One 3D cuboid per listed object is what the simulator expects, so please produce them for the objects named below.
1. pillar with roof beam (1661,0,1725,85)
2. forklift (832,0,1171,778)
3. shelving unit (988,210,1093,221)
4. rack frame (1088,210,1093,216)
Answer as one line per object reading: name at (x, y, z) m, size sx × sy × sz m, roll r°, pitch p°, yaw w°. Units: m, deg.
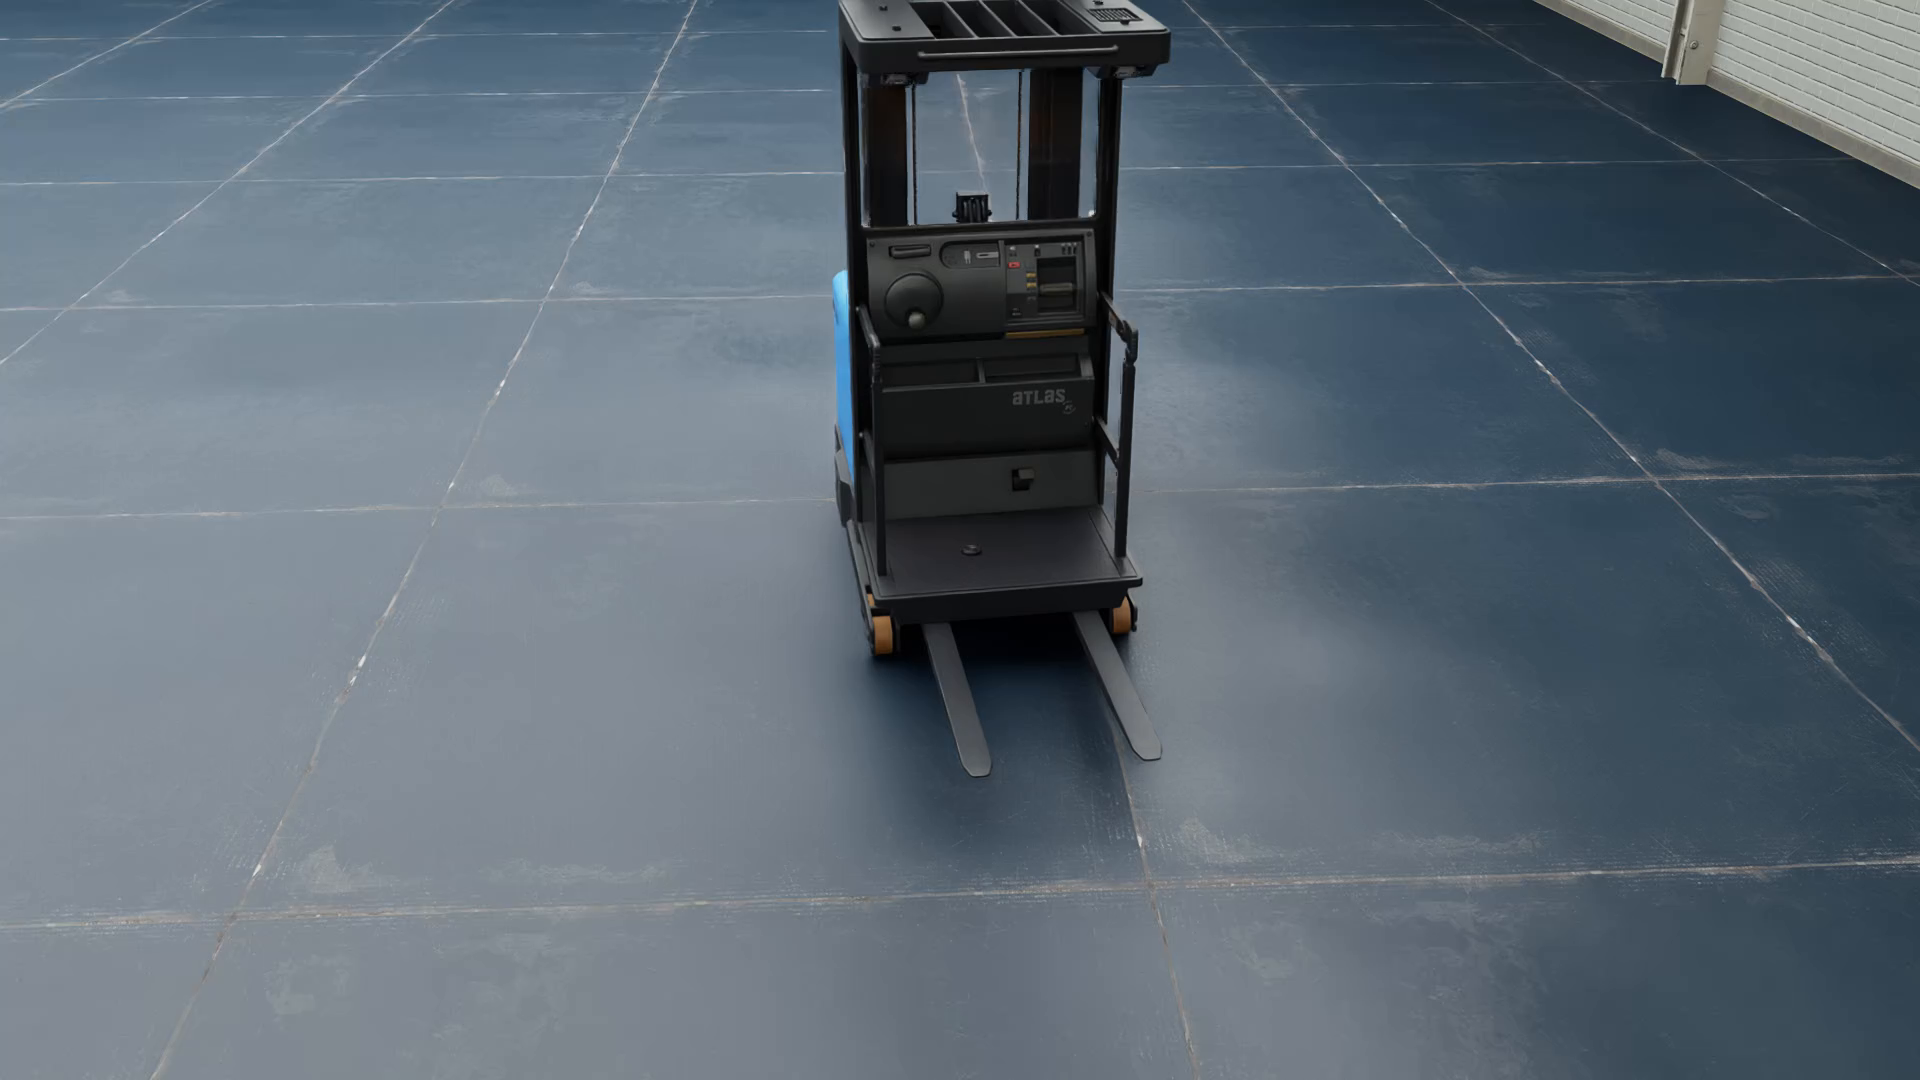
pillar with roof beam at (2.885, -8.444, 14.210) m, size 9.100 × 9.000 × 0.400 m, roll -1°, pitch 28°, yaw -3°
forklift at (0.127, -1.004, 6.506) m, size 1.130 × 2.935 × 3.031 m, roll -4°, pitch 28°, yaw -8°
shelving unit at (0.393, -1.083, 8.529) m, size 0.503 × 1.200 × 0.258 m, roll -20°, pitch 33°, yaw -33°
rack frame at (0.586, -1.152, 8.661) m, size 0.015 × 1.200 × 0.240 m, roll -20°, pitch 33°, yaw -33°
